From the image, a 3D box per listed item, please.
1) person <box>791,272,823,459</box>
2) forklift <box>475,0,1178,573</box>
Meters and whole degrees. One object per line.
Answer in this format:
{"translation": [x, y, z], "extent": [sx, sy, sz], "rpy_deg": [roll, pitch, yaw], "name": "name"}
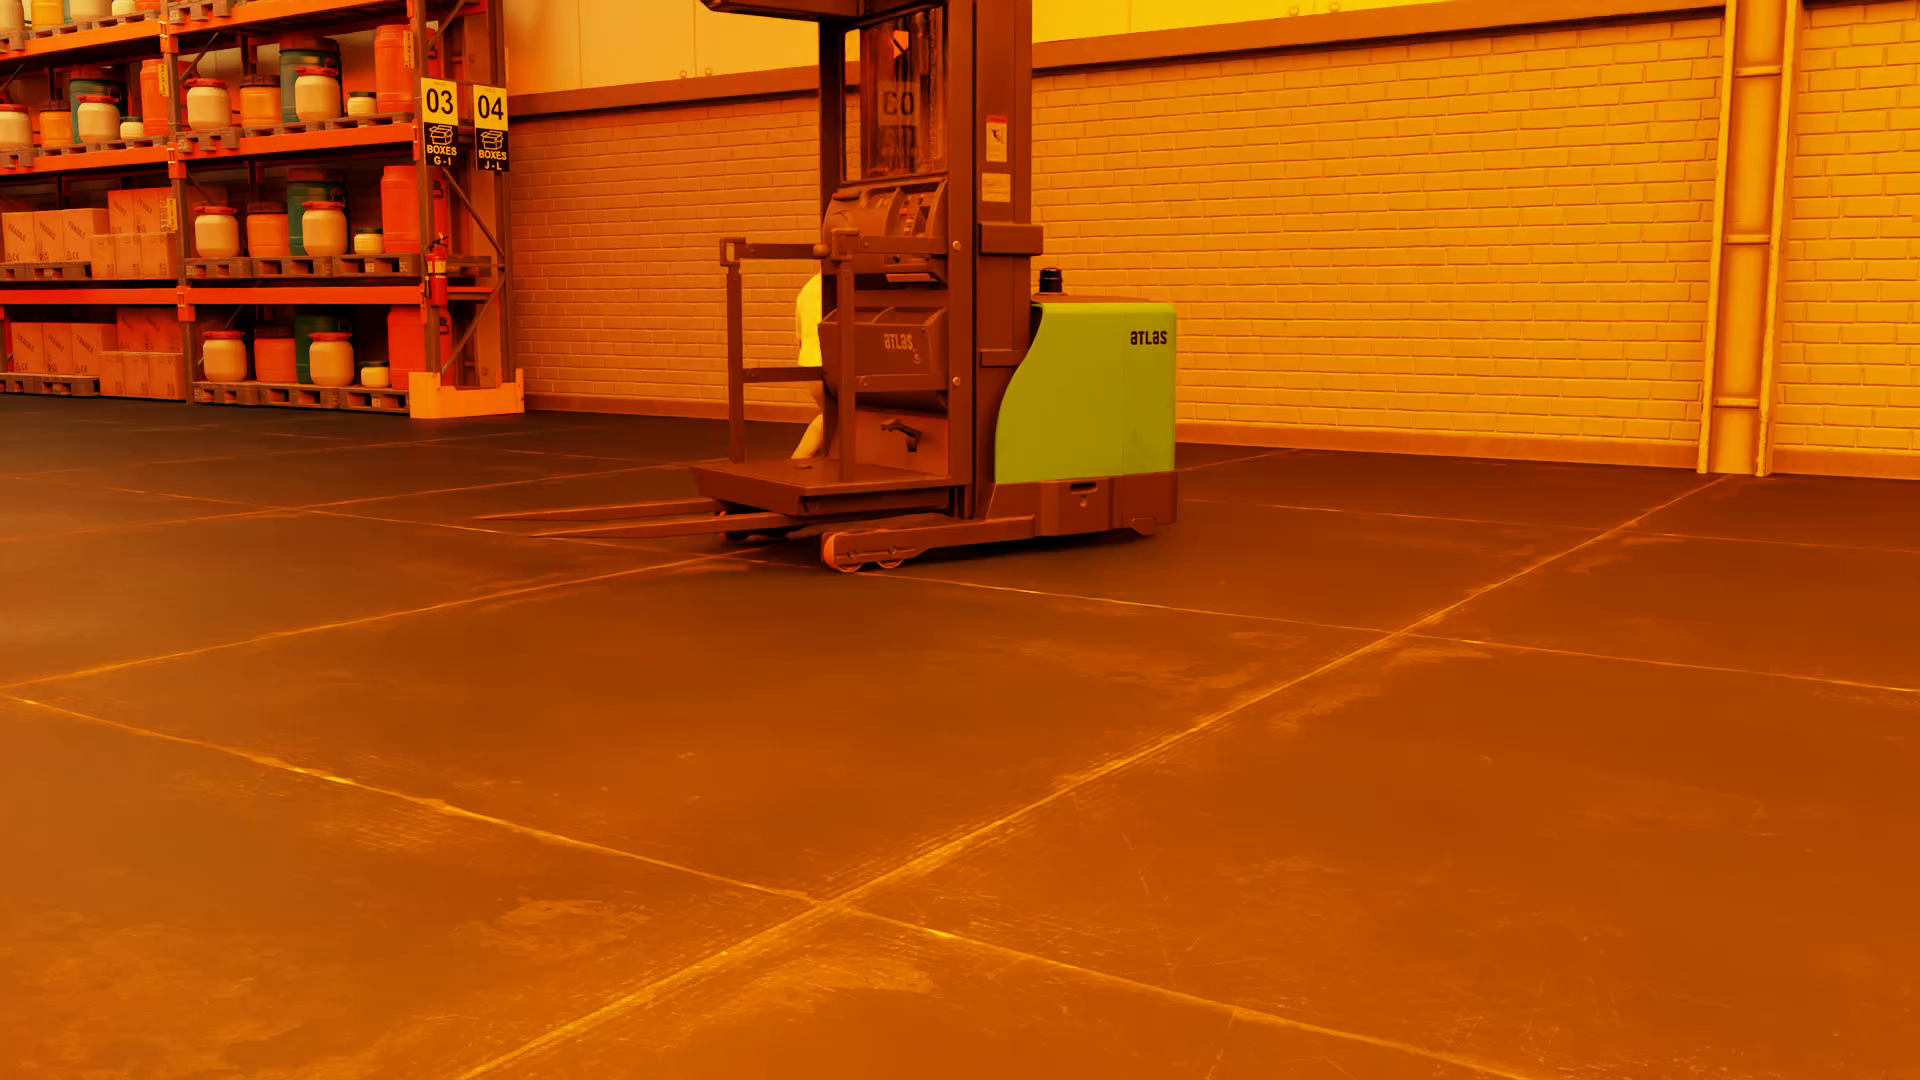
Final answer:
{"translation": [-0.662, -1.061, 9.898], "extent": [0.835, 1.523, 0.683], "rpy_deg": [6, 10, 38], "name": "person"}
{"translation": [-0.507, -1.403, 7.061], "extent": [3.031, 2.935, 1.130], "rpy_deg": [-5, 10, -33], "name": "forklift"}
